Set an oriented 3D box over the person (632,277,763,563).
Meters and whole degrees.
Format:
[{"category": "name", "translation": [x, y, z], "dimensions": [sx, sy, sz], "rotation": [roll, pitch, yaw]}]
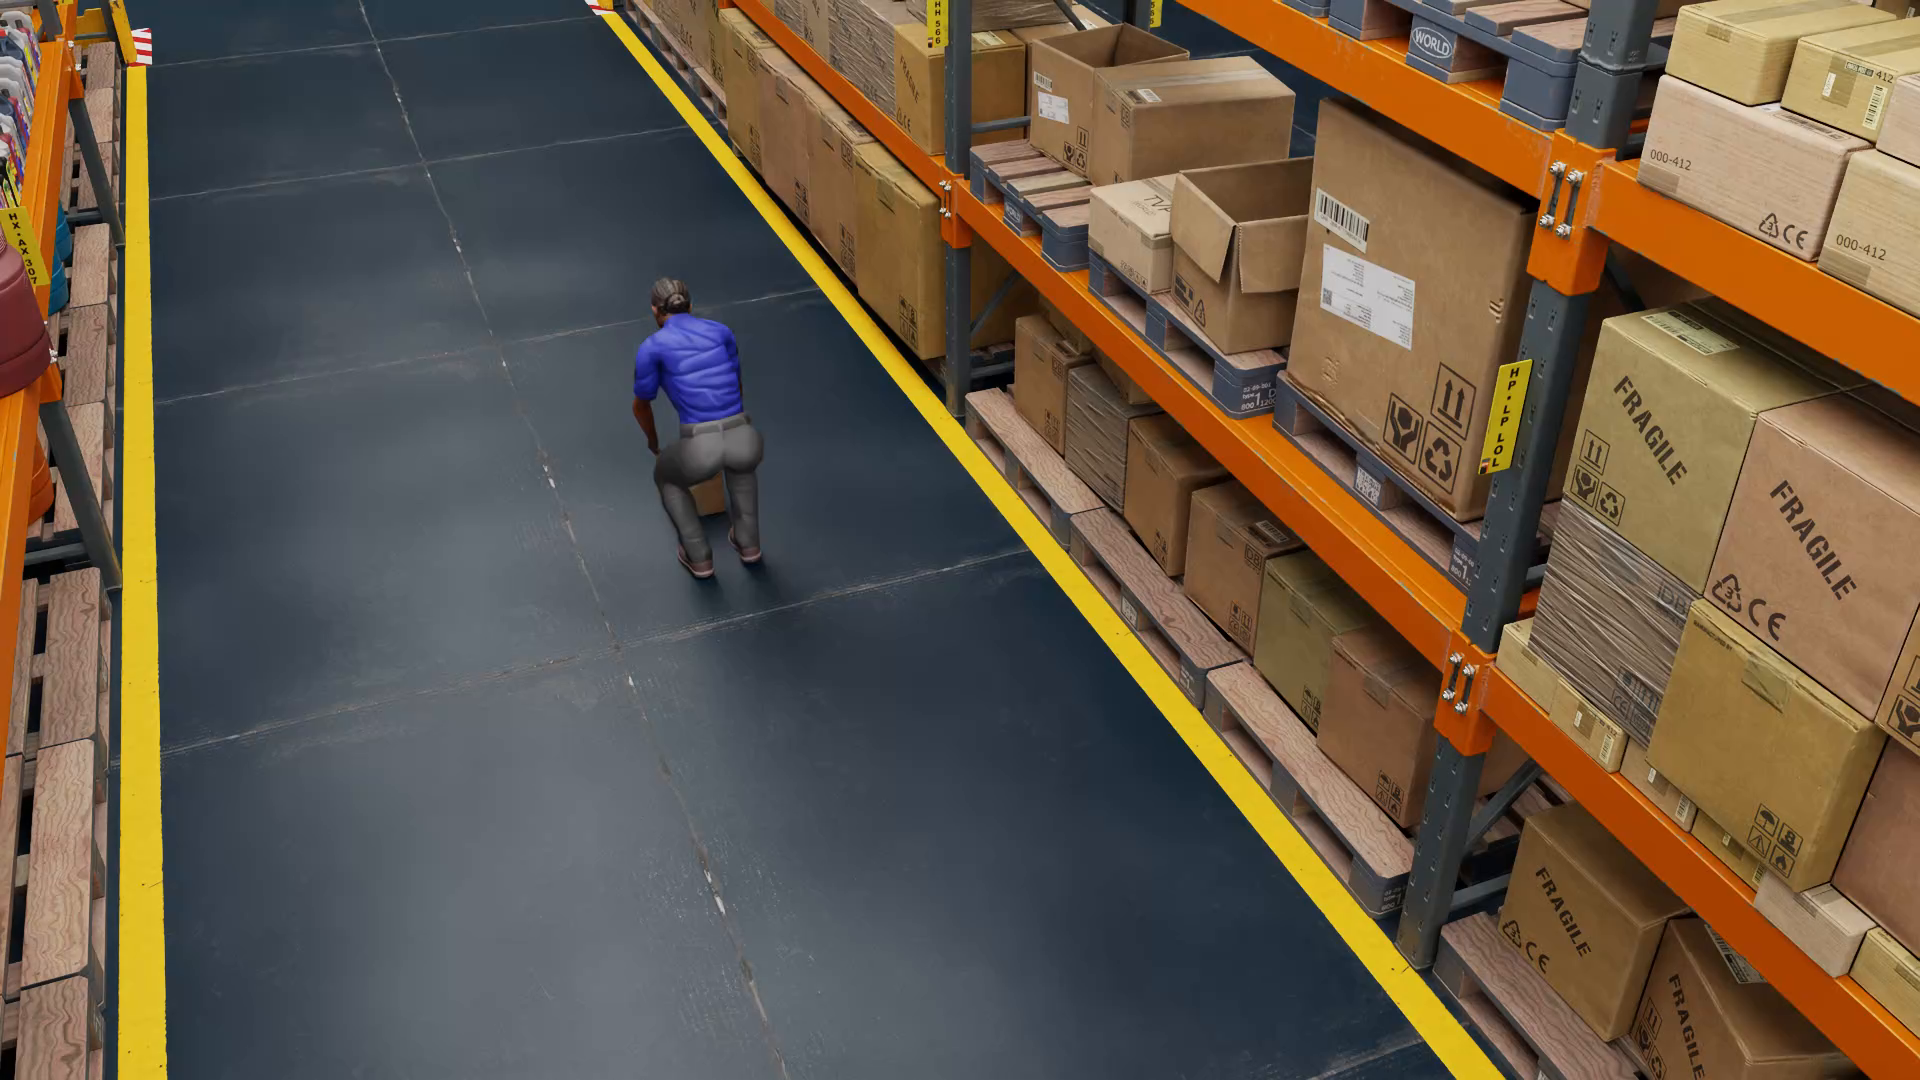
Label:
[{"category": "person", "translation": [-1.135, -0.483, 7.192], "dimensions": [0.495, 1.188, 0.697], "rotation": [-13, 36, -19]}]
